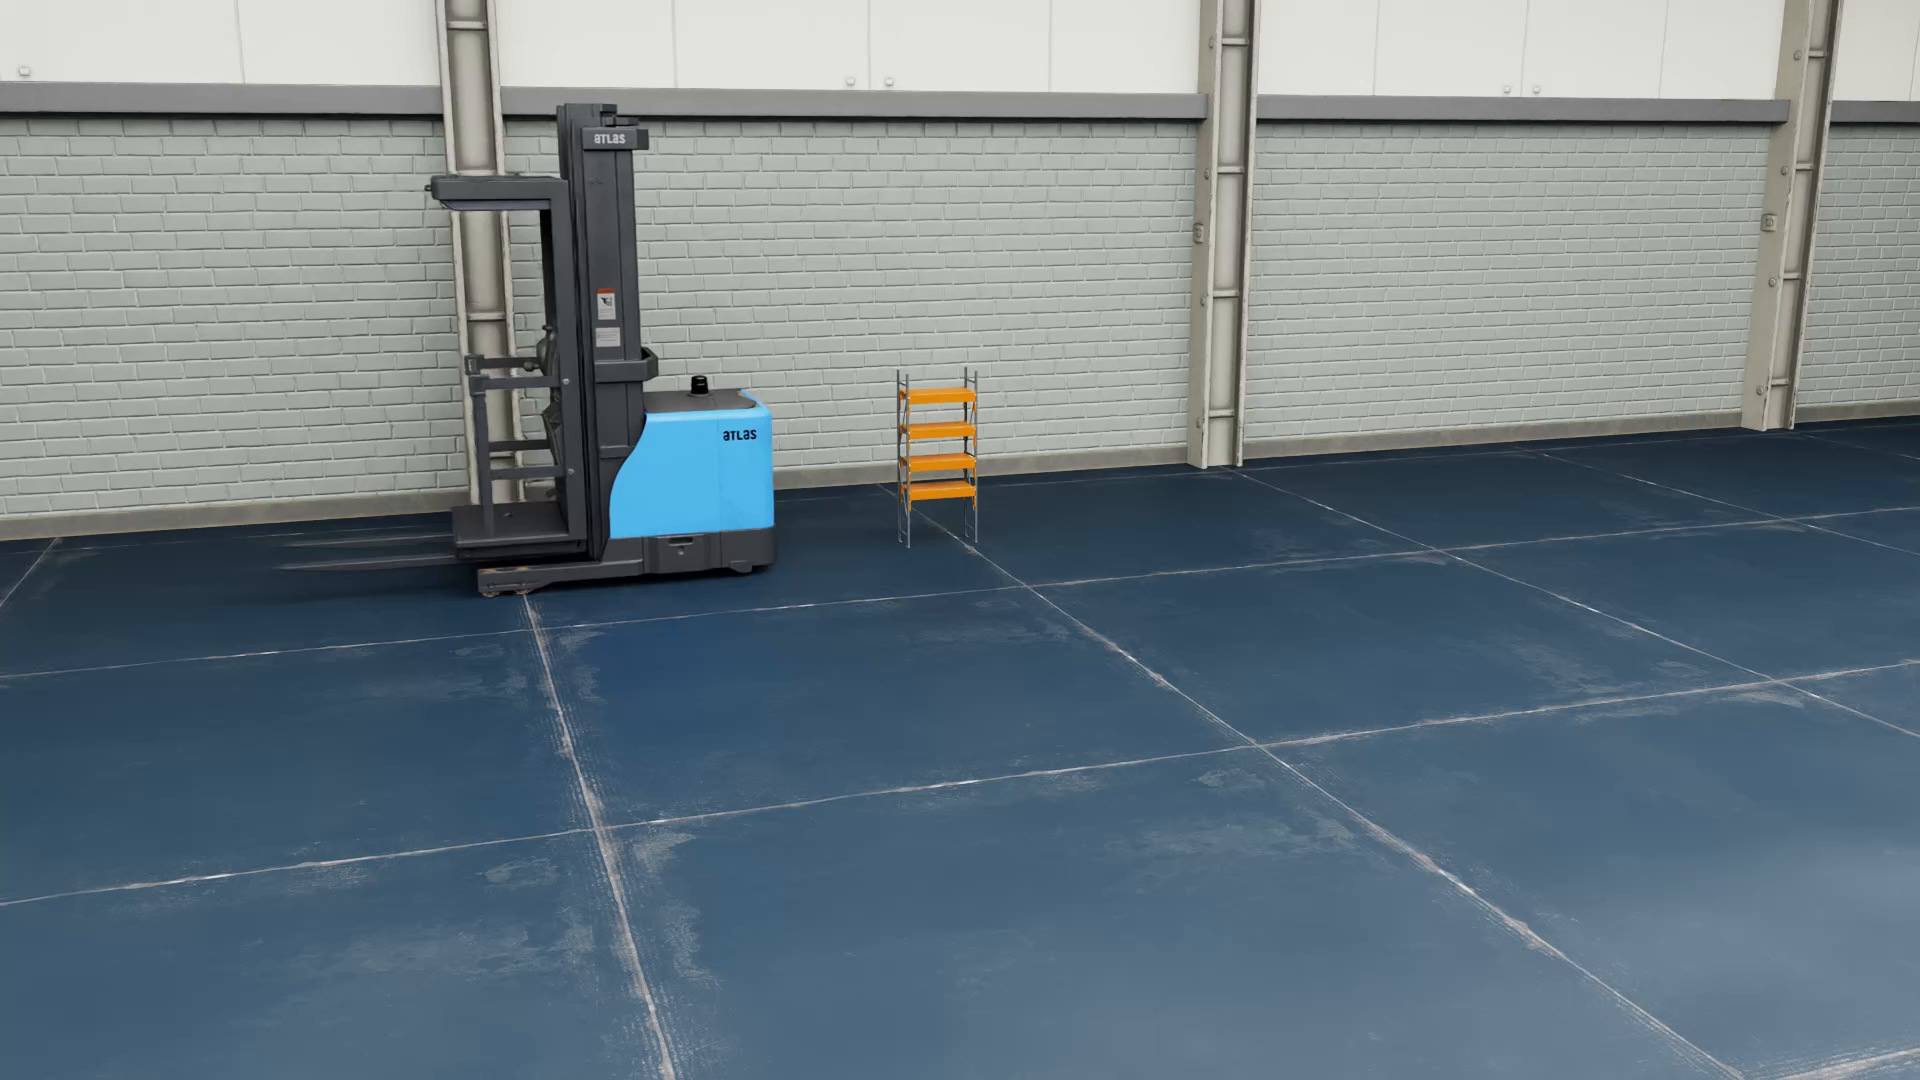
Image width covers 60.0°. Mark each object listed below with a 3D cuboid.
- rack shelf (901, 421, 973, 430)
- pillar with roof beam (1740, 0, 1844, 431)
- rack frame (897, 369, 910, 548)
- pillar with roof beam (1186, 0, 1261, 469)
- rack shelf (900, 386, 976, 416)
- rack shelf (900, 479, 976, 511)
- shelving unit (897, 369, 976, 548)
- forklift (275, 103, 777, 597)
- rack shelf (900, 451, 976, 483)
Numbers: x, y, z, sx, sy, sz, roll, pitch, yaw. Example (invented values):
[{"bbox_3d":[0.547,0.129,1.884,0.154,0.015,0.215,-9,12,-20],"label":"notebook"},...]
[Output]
[{"bbox_3d":[-0.157,-0.776,11.404,0.457,0.021,0.221,-4,14,-18],"label":"rack shelf"},{"bbox_3d":[9.261,-4.535,11.262,0.400,9.000,9.100,-4,14,-18],"label":"pillar with roof beam"},{"bbox_3d":[-0.388,-0.553,11.377,0.015,1.200,0.240,-4,14,-18],"label":"rack frame"},{"bbox_3d":[3.574,-4.092,9.400,0.400,9.000,9.100,-4,14,-18],"label":"pillar with roof beam"},{"bbox_3d":[-0.157,-0.954,11.362,0.480,0.148,0.258,-4,14,-18],"label":"rack shelf"},{"bbox_3d":[-0.157,-0.313,11.514,0.480,0.148,0.258,-4,14,-18],"label":"rack shelf"},{"bbox_3d":[-0.162,-0.571,11.451,0.492,1.200,0.258,-4,14,-18],"label":"shelving unit"},{"bbox_3d":[-2.758,-1.215,10.415,3.031,2.935,1.130,-4,14,-17],"label":"forklift"},{"bbox_3d":[-0.157,-0.506,11.468,0.480,0.148,0.258,-4,14,-18],"label":"rack shelf"}]
